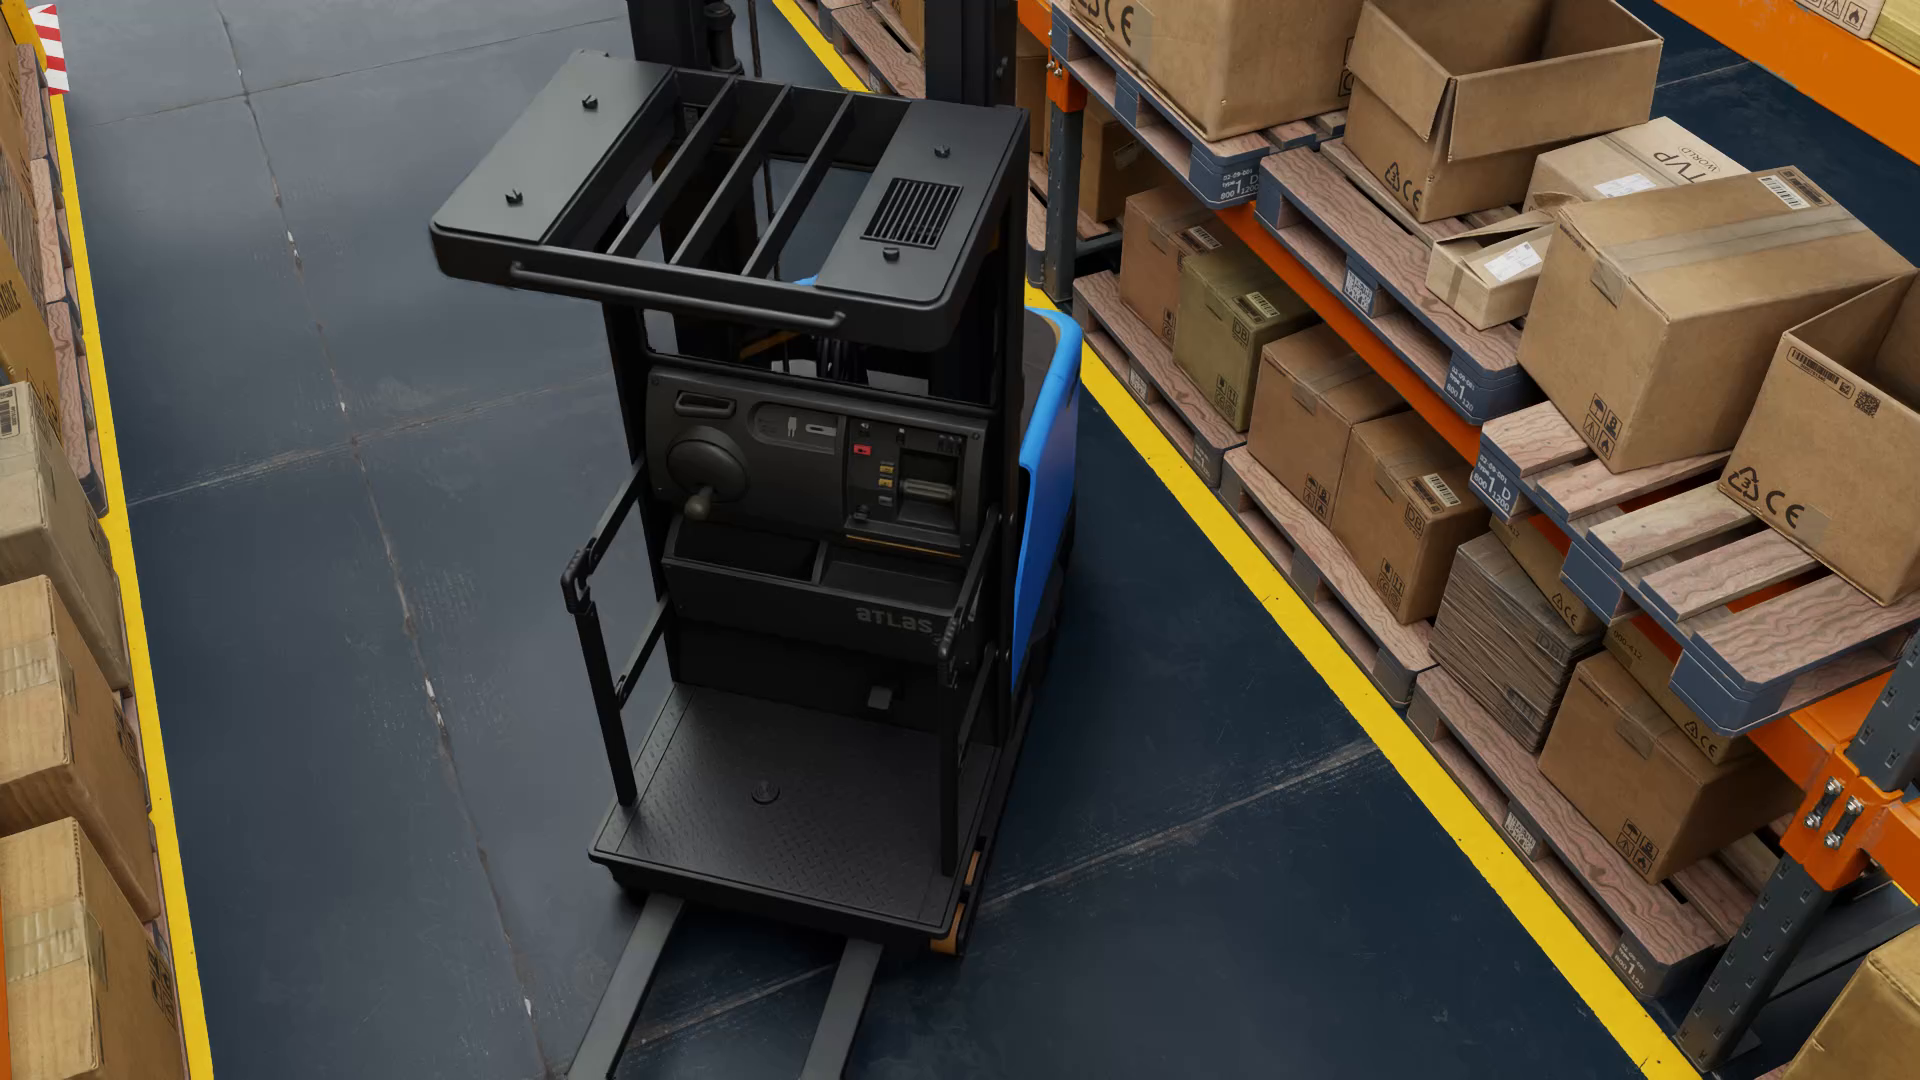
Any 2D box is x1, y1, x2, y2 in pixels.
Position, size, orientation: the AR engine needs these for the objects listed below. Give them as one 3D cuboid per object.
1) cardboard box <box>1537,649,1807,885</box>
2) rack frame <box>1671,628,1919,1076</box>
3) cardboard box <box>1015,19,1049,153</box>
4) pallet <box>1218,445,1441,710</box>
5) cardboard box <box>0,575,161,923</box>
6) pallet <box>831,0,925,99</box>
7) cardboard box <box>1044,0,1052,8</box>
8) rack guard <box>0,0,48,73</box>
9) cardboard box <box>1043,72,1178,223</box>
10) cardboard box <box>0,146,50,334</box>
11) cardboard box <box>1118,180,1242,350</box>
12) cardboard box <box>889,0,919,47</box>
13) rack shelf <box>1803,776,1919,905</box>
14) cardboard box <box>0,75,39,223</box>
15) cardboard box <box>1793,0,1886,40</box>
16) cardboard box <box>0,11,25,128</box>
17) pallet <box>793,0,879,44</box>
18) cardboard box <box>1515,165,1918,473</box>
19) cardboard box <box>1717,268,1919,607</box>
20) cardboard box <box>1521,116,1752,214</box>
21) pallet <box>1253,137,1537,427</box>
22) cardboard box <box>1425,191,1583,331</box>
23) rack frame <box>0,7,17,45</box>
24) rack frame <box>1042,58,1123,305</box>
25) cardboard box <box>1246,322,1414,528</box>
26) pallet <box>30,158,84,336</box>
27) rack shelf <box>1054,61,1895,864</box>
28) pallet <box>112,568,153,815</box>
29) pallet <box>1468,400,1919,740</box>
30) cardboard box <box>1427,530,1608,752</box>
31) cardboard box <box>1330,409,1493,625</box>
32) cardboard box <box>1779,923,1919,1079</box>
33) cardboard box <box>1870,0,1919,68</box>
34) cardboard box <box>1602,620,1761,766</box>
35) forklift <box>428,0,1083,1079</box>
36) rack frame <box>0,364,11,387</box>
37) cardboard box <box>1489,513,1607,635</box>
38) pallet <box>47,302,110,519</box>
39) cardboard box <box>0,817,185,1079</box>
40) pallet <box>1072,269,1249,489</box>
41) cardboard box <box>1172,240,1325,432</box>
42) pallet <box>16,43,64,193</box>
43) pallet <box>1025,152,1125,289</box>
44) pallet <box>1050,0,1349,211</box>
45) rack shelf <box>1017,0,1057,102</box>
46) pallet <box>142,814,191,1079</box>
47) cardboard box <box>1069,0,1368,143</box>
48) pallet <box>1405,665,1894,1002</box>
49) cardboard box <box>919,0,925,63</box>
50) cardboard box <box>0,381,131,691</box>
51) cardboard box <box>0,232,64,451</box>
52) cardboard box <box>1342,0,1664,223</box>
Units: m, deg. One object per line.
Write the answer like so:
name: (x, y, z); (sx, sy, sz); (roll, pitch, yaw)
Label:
cardboard box: (2.228, 0.575, 4.998); (0.700, 0.500, 0.500); (-20, 48, -19)
rack frame: (2.528, 0.263, 3.848); (1.000, 3.000, 0.127); (-18, 47, -17)
cardboard box: (0.467, -2.175, 7.800); (0.500, 0.500, 0.500); (-5, 45, -5)
pallet: (1.692, -0.019, 6.119); (1.003, 0.211, 1.213); (-18, 47, -17)
cardboard box: (-2.952, 0.751, 4.656); (1.050, 0.750, 0.750); (-18, 47, -17)
pallet: (0.015, -2.490, 8.623); (1.003, 0.211, 1.213); (-18, 47, -17)
cardboard box: (0.489, -2.247, 6.570); (0.380, 0.149, 0.250); (-18, 47, -17)
rack guard: (-5.389, -2.560, 8.489); (1.175, 0.500, 0.348); (-18, 47, -17)
cardboard box: (0.714, -1.812, 7.432); (0.500, 0.500, 0.500); (-19, 48, -19)
cardboard box: (-4.280, -1.274, 6.619); (0.875, 0.875, 0.875); (-18, 47, -17)
cardboard box: (1.085, -1.155, 6.752); (0.700, 0.500, 0.500); (-22, 49, -20)
cardboard box: (-0.060, -2.917, 8.551); (0.500, 0.500, 0.500); (-14, 46, -14)
rack shelf: (3.369, 1.794, 2.809); (1.077, 0.370, 4.000); (-18, 47, -17)
cardboard box: (-4.661, -1.855, 7.208); (0.875, 0.875, 0.875); (-19, 48, -18)
cardboard box: (1.885, -1.294, 3.397); (0.500, 0.250, 0.500); (-18, 47, -18)
cardboard box: (-5.033, -2.415, 7.776); (0.875, 0.875, 0.875); (-18, 47, -17)
pallet: (-0.494, -3.266, 9.410); (1.003, 0.211, 1.213); (-18, 47, -17)
cardboard box: (1.939, -0.581, 4.333); (0.700, 0.500, 0.500); (-12, 46, -12)
cardboard box: (2.265, -0.254, 4.002); (0.500, 0.500, 0.500); (-24, 49, -22)
cardboard box: (2.032, -0.969, 4.904); (0.500, 0.250, 0.500); (-19, 48, -19)
pallet: (1.659, -0.918, 5.181); (1.003, 0.211, 1.213); (-18, 47, -17)
cardboard box: (1.582, -0.822, 4.744); (0.396, 0.266, 0.258); (-19, 48, -19)
rack frame: (-5.378, -3.435, 7.595); (1.000, 3.000, 0.127); (-18, 47, -17)
rack frame: (0.846, -2.286, 6.431); (1.000, 3.000, 0.127); (-18, 47, -17)
cardboard box: (1.504, -0.489, 6.077); (0.700, 0.500, 0.500); (-22, 49, -21)
pallet: (-4.462, -1.179, 7.295); (1.003, 0.211, 1.213); (-18, 47, -17)
rack shelf: (1.687, -0.755, 5.392); (1.077, 0.370, 4.000); (-18, 47, -17)
pallet: (-3.304, 0.576, 5.516); (1.003, 0.211, 1.213); (-18, 47, -17)
pallet: (2.132, -0.091, 4.344); (1.213, 0.211, 1.003); (-18, 47, -17)
cardboard box: (1.983, 0.225, 5.352); (0.700, 0.500, 0.500); (-22, 49, -21)
cardboard box: (1.739, -0.134, 5.716); (0.700, 0.500, 0.500); (-14, 46, -14)
cardboard box: (2.799, 1.316, 3.995); (1.225, 0.875, 0.875); (-20, 48, -19)
cardboard box: (2.106, -0.982, 3.081); (0.500, 0.250, 0.500); (-18, 47, -17)
cardboard box: (2.219, 0.311, 4.732); (0.500, 0.250, 0.500); (-16, 47, -16)
forklift: (-0.444, -0.109, 4.273); (1.130, 2.935, 3.031); (10, 46, 10)
rack frame: (-3.697, -0.886, 5.012); (1.000, 3.000, 0.127); (-18, 47, -17)
cardboard box: (1.987, -0.024, 5.071); (0.500, 0.250, 0.500); (-13, 46, -13)
pallet: (-3.945, -0.401, 6.506); (1.003, 0.211, 1.213); (-18, 47, -17)
cardboard box: (-2.560, 1.344, 4.055); (1.050, 0.750, 0.750); (-17, 47, -17)
pallet: (1.175, -0.798, 6.908); (1.003, 0.211, 1.213); (-18, 47, -17)
cardboard box: (1.268, -0.846, 6.438); (0.700, 0.500, 0.500); (-18, 47, -18)
pallet: (-4.971, -1.956, 8.082); (1.003, 0.211, 1.213); (-18, 47, -17)
pallet: (0.532, -1.711, 7.834); (1.003, 0.211, 1.213); (-18, 47, -17)
pallet: (1.036, -1.688, 5.961); (1.003, 0.211, 1.213); (-18, 47, -17)
rack shelf: (0.005, -3.304, 7.976); (1.077, 0.370, 4.000); (-18, 47, -17)
pallet: (-2.787, 1.355, 4.726); (1.003, 0.211, 1.213); (-18, 47, -17)
cardboard box: (1.053, -2.101, 5.518); (1.000, 1.000, 1.000); (-18, 47, -17)
pallet: (2.201, 0.757, 5.332); (1.003, 0.211, 1.213); (-18, 47, -17)
cardboard box: (0.134, -2.548, 8.177); (0.500, 0.500, 0.500); (-22, 49, -21)
cardboard box: (-3.354, 0.135, 5.281); (1.050, 0.750, 0.750); (-18, 47, -18)
cardboard box: (-3.897, -0.700, 6.038); (0.875, 0.875, 0.875); (-17, 47, -17)
cardboard box: (1.659, -1.395, 5.155); (0.797, 0.503, 0.637); (-14, 46, -13)
